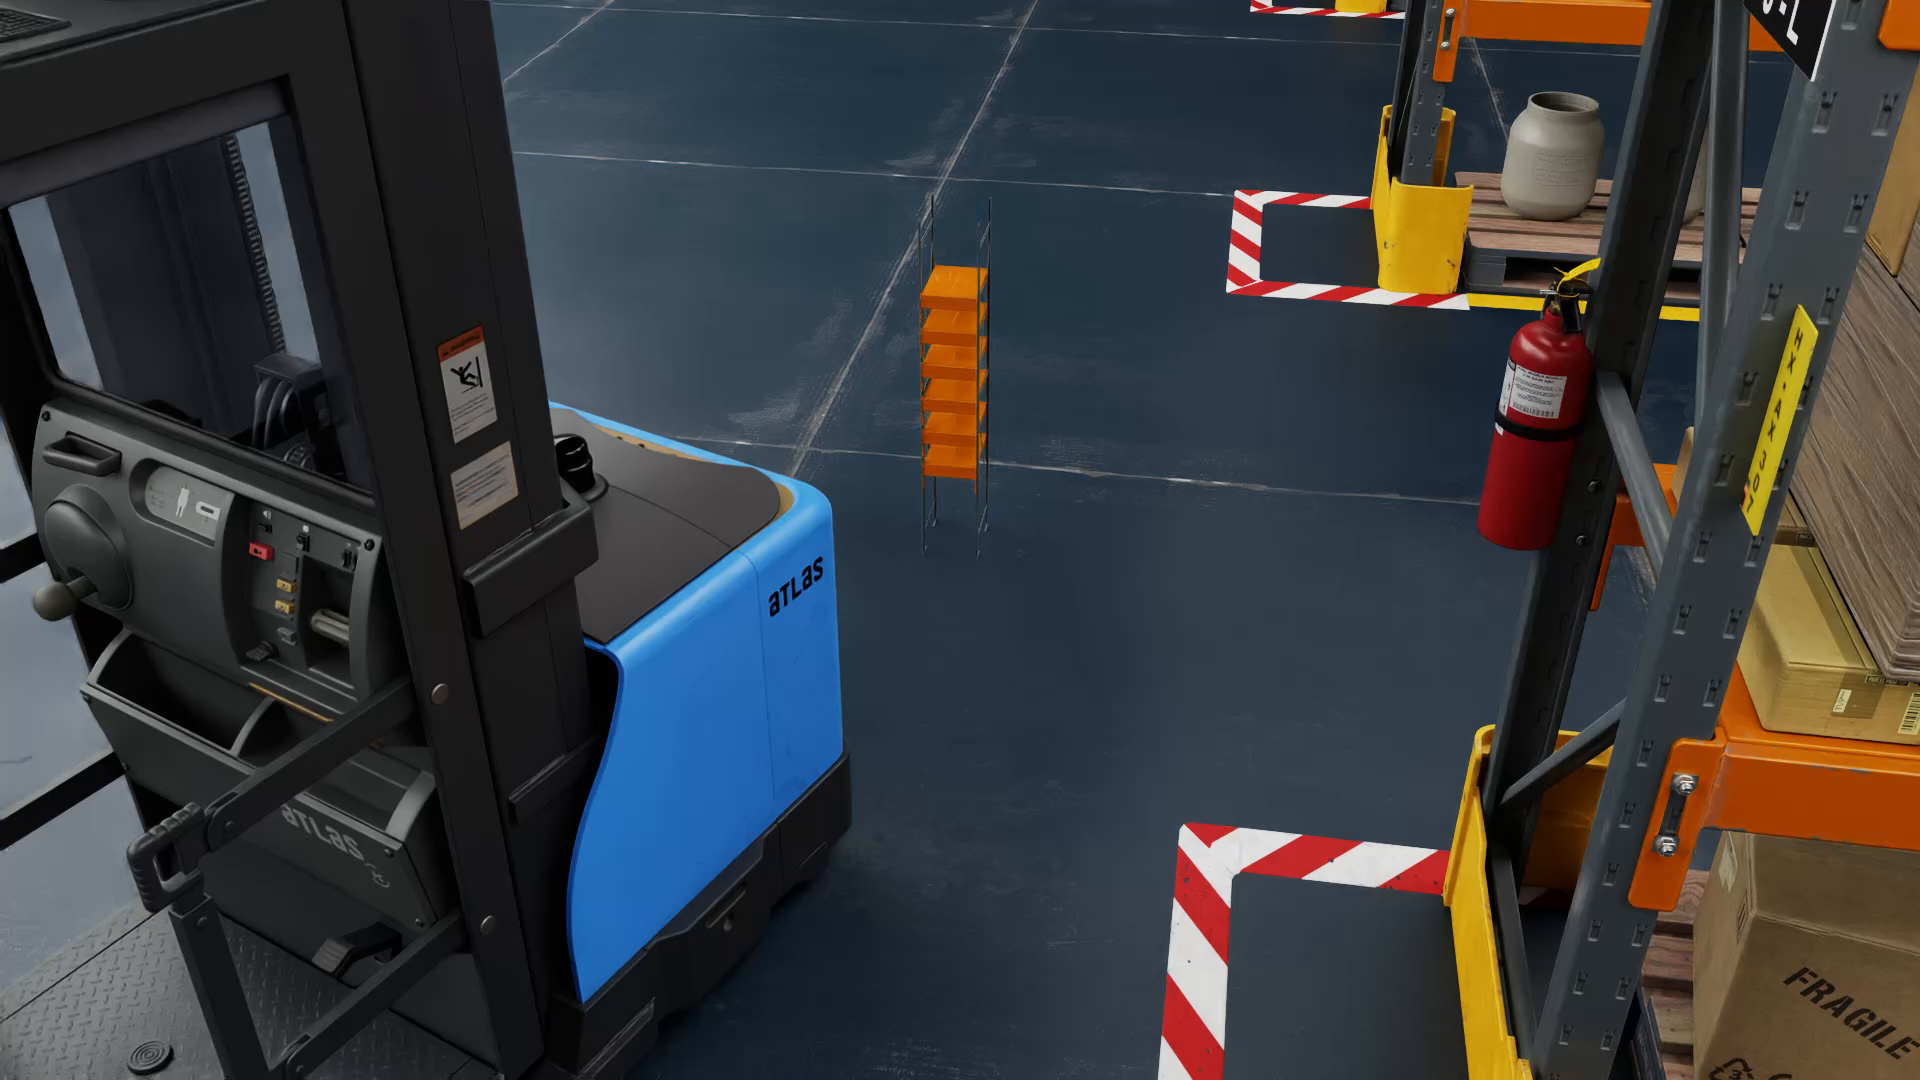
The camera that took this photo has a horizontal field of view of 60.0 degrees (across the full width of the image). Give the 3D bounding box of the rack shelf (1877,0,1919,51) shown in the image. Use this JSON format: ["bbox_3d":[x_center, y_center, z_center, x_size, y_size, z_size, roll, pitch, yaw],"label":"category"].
[{"bbox_3d":[3.229,-0.873,2.169,4.000,0.370,1.077,5,32,8],"label":"rack shelf"}]

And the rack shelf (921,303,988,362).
[{"bbox_3d":[-0.014,-0.676,5.330,0.180,0.103,0.258,5,32,8],"label":"rack shelf"}]

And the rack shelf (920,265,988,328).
[{"bbox_3d":[-0.014,-0.777,5.266,0.180,0.103,0.258,5,32,8],"label":"rack shelf"}]

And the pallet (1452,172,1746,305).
[{"bbox_3d":[2.974,-1.436,7.846,1.213,0.211,1.003,5,32,8],"label":"pallet"}]

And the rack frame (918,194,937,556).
[{"bbox_3d":[-0.104,-0.518,5.447,0.006,1.200,0.240,5,32,8],"label":"rack frame"}]

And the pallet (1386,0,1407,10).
[{"bbox_3d":[3.689,-4.038,12.002,1.213,0.211,1.003,5,32,8],"label":"pallet"}]

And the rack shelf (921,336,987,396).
[{"bbox_3d":[-0.014,-0.574,5.394,0.180,0.103,0.258,5,32,8],"label":"rack shelf"}]

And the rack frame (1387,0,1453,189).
[{"bbox_3d":[2.091,-2.676,7.198,0.127,3.000,1.000,5,32,8],"label":"rack frame"}]

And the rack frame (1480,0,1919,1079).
[{"bbox_3d":[1.258,-0.085,3.059,0.127,3.000,1.000,5,32,8],"label":"rack frame"}]

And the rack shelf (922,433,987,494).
[{"bbox_3d":[-0.014,-0.269,5.585,0.180,0.103,0.258,5,32,8],"label":"rack shelf"}]

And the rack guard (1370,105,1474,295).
[{"bbox_3d":[2.174,-1.634,7.889,0.348,0.500,1.175,5,32,8],"label":"rack guard"}]

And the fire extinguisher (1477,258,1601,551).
[{"bbox_3d":[1.223,-0.304,3.481,0.183,0.674,0.296,5,32,8],"label":"fire extinguisher"}]

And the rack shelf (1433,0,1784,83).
[{"bbox_3d":[4.063,-2.192,7.103,4.000,0.370,1.077,5,32,8],"label":"rack shelf"}]

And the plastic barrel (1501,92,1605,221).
[{"bbox_3d":[2.753,-1.780,7.716,0.421,0.512,0.421,0,32,0],"label":"plastic barrel"}]

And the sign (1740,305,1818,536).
[{"bbox_3d":[1.167,-0.169,2.376,0.005,0.325,0.100,5,32,8],"label":"sign"}]

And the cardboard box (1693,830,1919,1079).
[{"bbox_3d":[1.871,0.861,3.508,0.500,0.500,0.500,11,34,17],"label":"cardboard box"}]

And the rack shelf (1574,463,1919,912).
[{"bbox_3d":[3.229,0.398,2.965,4.000,0.370,1.077,5,32,8],"label":"rack shelf"}]

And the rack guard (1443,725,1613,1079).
[{"bbox_3d":[1.333,0.981,3.712,0.348,0.500,1.175,5,32,8],"label":"rack guard"}]

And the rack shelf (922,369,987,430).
[{"bbox_3d":[-0.014,-0.472,5.457,0.180,0.103,0.258,5,32,8],"label":"rack shelf"}]

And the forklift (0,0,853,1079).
[{"bbox_3d":[-1.483,0.083,2.854,1.130,2.935,3.031,18,36,26],"label":"forklift"}]

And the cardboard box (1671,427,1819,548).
[{"bbox_3d":[1.574,-0.061,3.258,0.250,0.149,0.380,5,32,8],"label":"cardboard box"}]

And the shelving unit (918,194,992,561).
[{"bbox_3d":[-0.014,-0.510,5.434,0.189,1.200,0.258,5,32,8],"label":"shelving unit"}]

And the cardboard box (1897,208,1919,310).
[{"bbox_3d":[1.754,-0.486,2.382,0.500,0.500,0.500,5,32,8],"label":"cardboard box"}]

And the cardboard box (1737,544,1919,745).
[{"bbox_3d":[1.499,0.171,2.886,0.250,0.149,0.380,5,32,8],"label":"cardboard box"}]

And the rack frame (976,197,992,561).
[{"bbox_3d":[0.076,-0.502,5.421,0.006,1.200,0.240,5,32,8],"label":"rack frame"}]

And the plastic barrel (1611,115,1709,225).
[{"bbox_3d":[3.247,-1.736,7.645,0.421,0.512,0.421,0,32,0],"label":"plastic barrel"}]

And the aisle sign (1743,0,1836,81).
[{"bbox_3d":[1.146,-1.036,2.128,0.004,0.787,0.394,5,32,8],"label":"aisle sign"}]

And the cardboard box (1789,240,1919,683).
[{"bbox_3d":[1.795,-0.190,2.852,0.500,0.500,0.875,5,32,8],"label":"cardboard box"}]

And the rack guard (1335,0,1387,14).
[{"bbox_3d":[2.905,-4.209,12.003,0.348,0.500,1.175,5,32,8],"label":"rack guard"}]

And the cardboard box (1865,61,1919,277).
[{"bbox_3d":[1.842,-0.758,2.817,0.500,0.500,0.500,5,32,8],"label":"cardboard box"}]

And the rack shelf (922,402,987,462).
[{"bbox_3d":[-0.014,-0.370,5.521,0.180,0.103,0.258,5,32,8],"label":"rack shelf"}]

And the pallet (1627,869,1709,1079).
[{"bbox_3d":[2.128,1.194,3.643,1.213,0.211,1.003,5,32,8],"label":"pallet"}]

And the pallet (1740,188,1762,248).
[{"bbox_3d":[4.173,-1.326,7.670,1.213,0.211,1.003,5,32,8],"label":"pallet"}]
